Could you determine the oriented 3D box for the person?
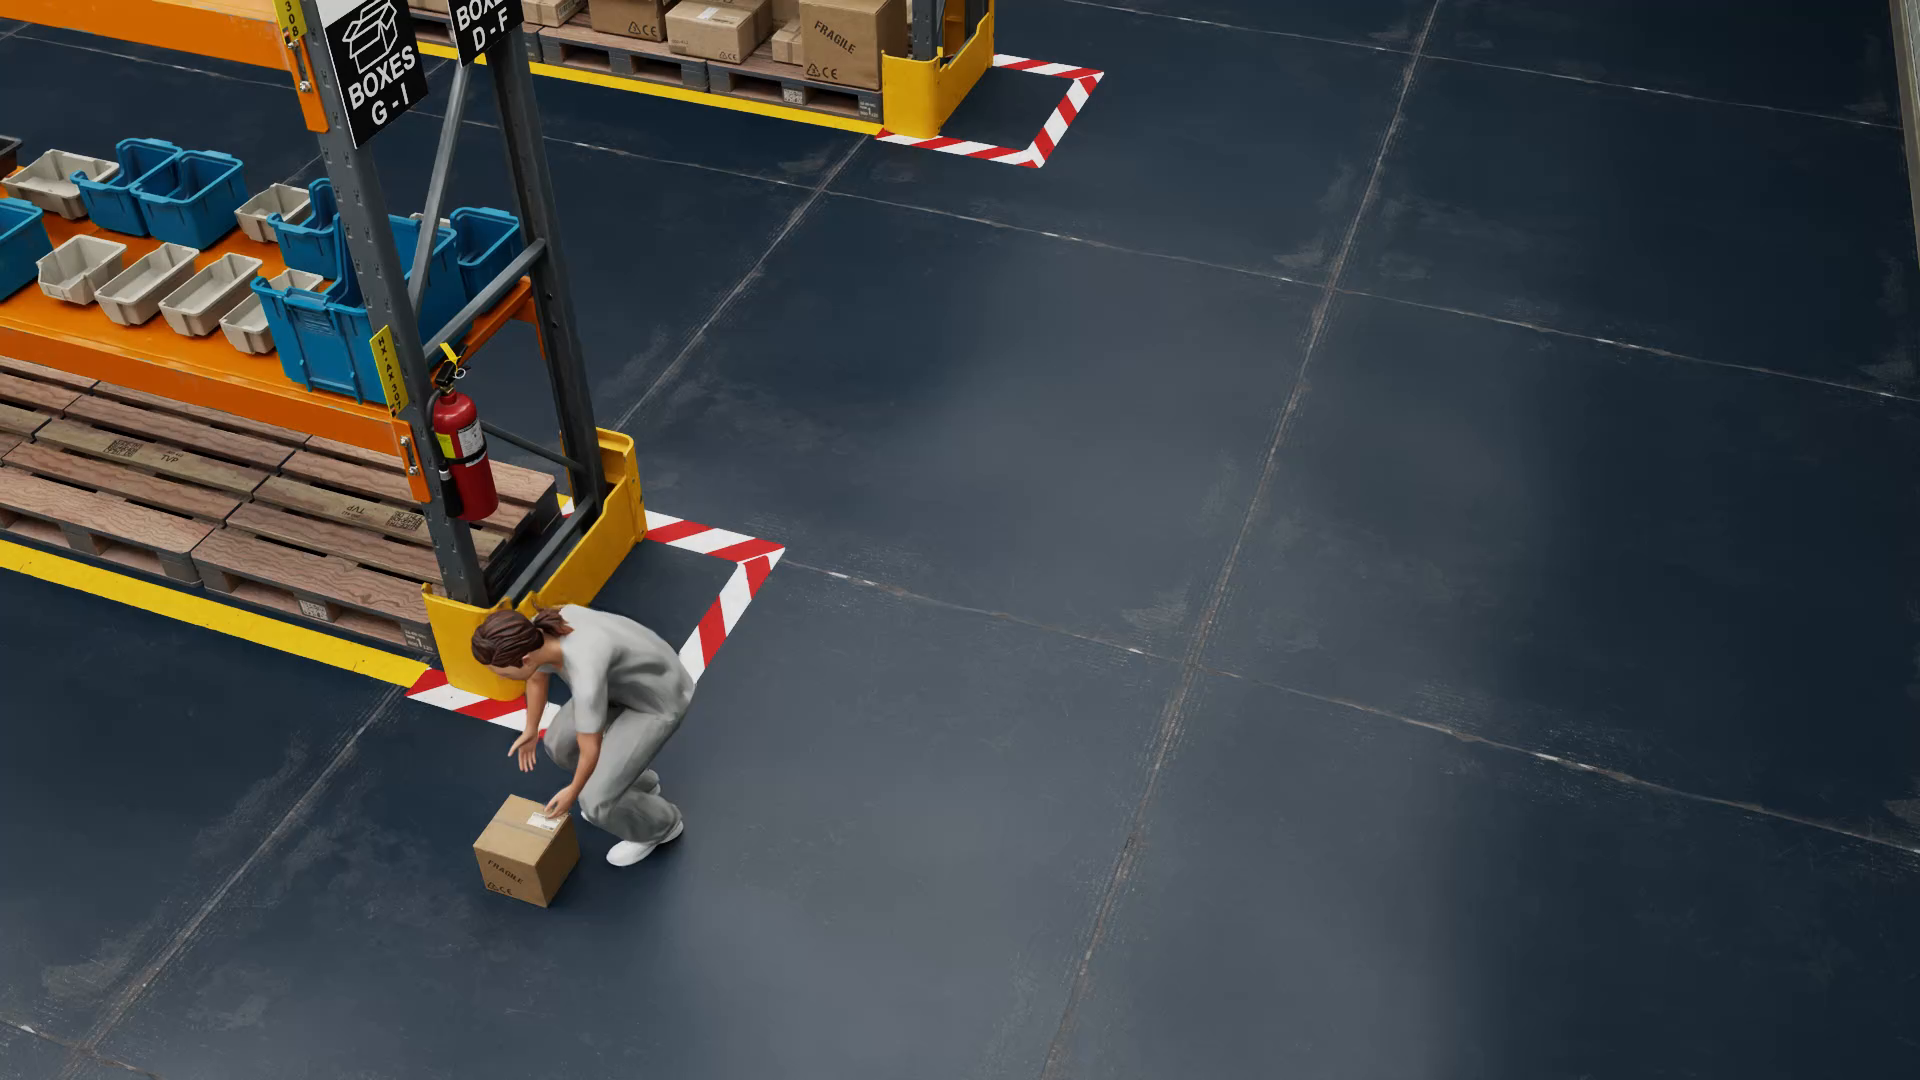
[{"bbox_3d":[-1.250,0.632,5.754,0.696,1.275,0.492,-23,47,-24],"label":"person"}]
